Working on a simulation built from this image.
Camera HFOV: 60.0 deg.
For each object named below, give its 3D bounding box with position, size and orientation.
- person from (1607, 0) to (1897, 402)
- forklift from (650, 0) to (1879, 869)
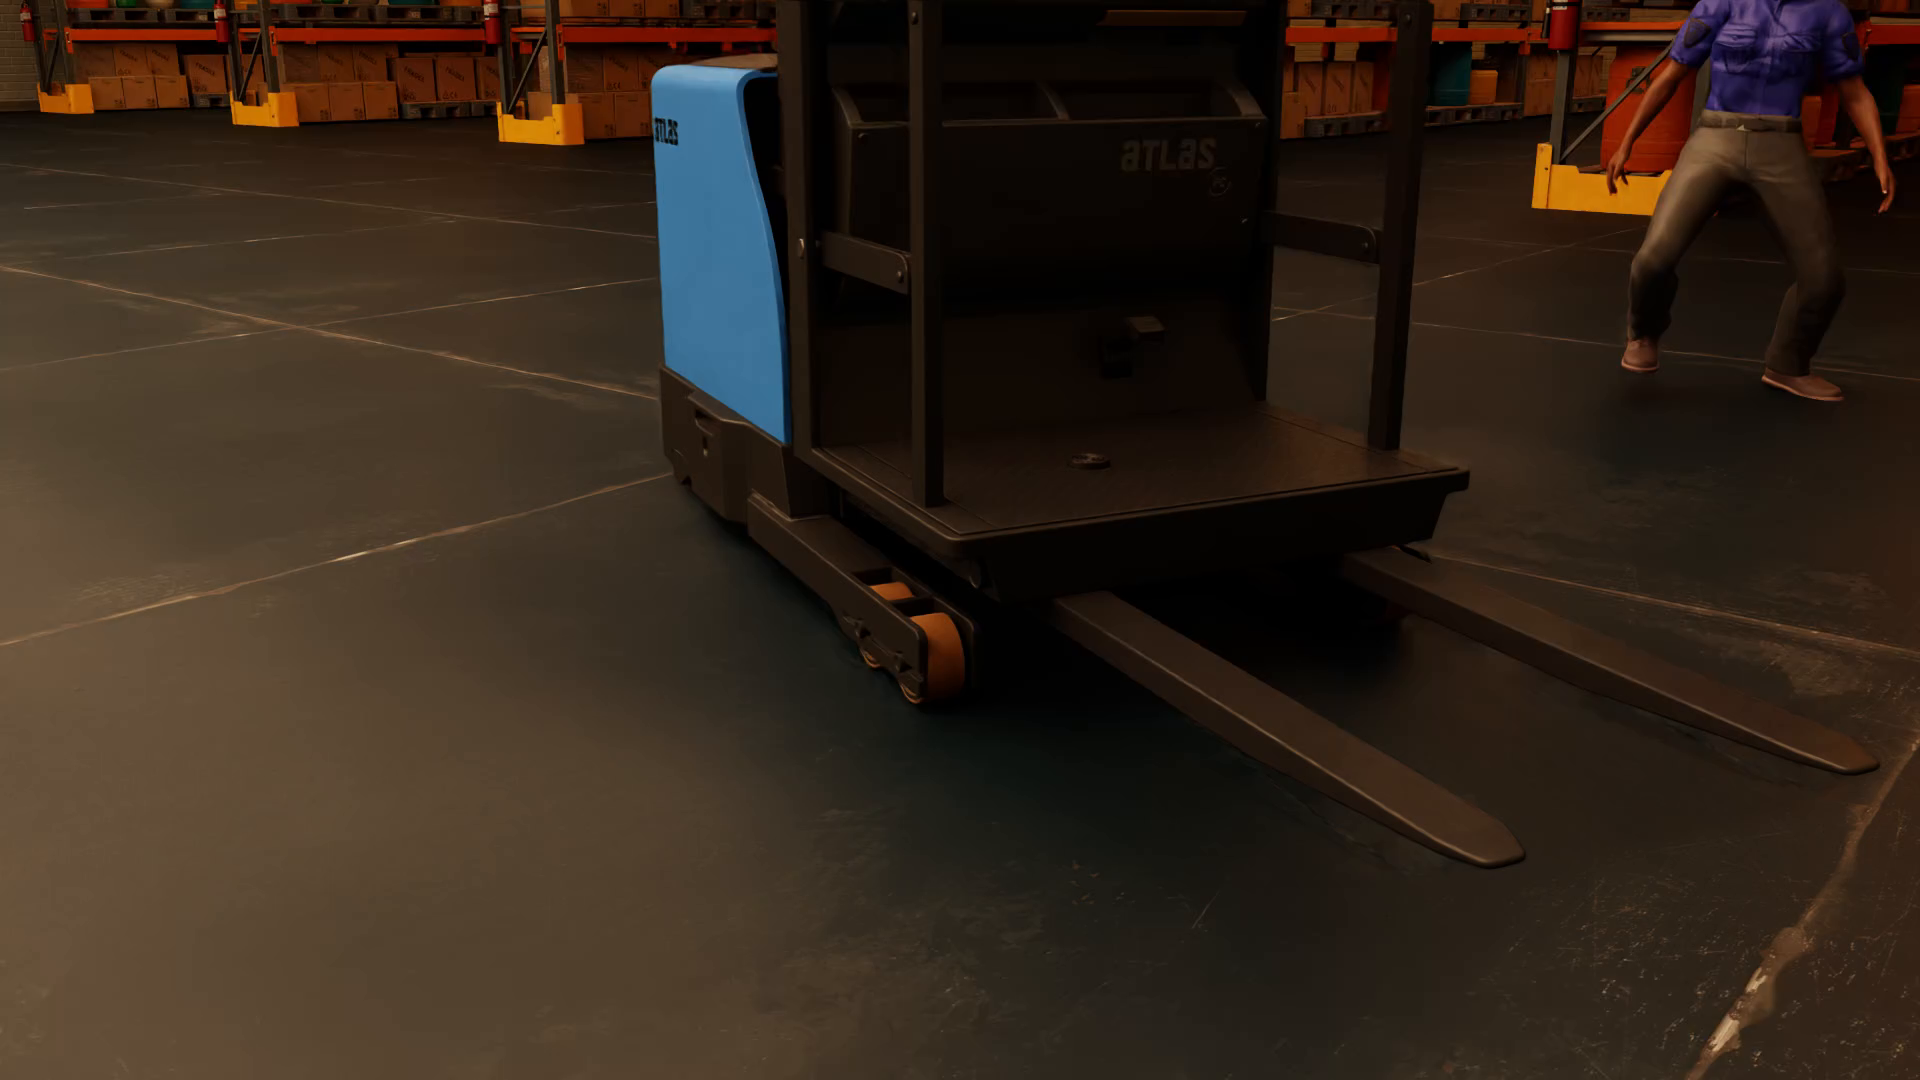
[{"bbox_3d":[2.511,-1.214,5.297,0.836,1.564,0.539,7,18,21],"label":"person"},{"bbox_3d":[0.280,-1.251,3.017,1.130,2.935,3.031,-8,18,-24],"label":"forklift"}]
